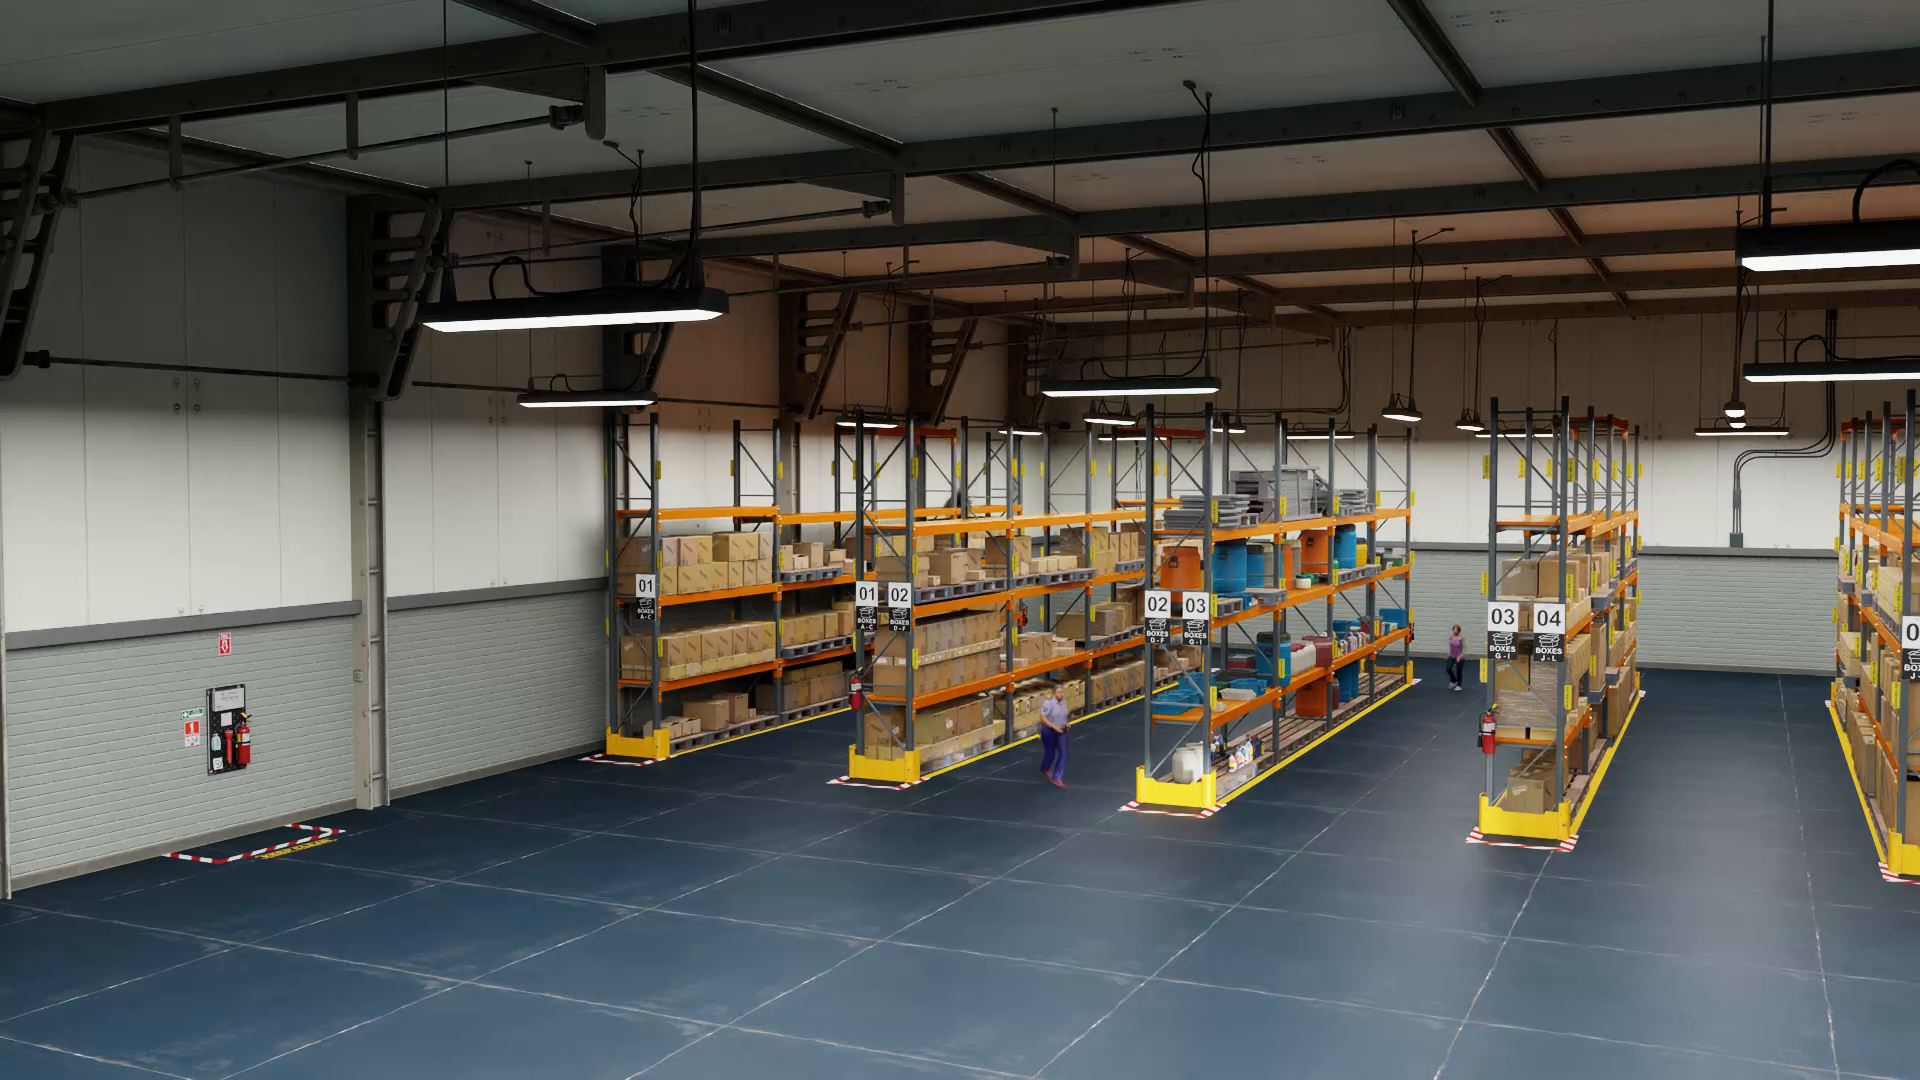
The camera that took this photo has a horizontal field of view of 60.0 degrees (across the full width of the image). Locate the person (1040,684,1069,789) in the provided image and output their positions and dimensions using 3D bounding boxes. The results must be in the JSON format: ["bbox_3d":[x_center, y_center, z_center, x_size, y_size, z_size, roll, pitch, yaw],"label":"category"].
[{"bbox_3d":[1.444,3.137,26.421,0.570,1.536,0.784,-1,3,-26],"label":"person"}]

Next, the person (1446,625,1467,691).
[{"bbox_3d":[11.214,2.660,37.467,0.512,1.541,0.692,2,3,42],"label":"person"}]

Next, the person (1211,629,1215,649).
[{"bbox_3d":[6.311,2.355,42.697,0.702,1.734,0.547,0,2,-11],"label":"person"}]
